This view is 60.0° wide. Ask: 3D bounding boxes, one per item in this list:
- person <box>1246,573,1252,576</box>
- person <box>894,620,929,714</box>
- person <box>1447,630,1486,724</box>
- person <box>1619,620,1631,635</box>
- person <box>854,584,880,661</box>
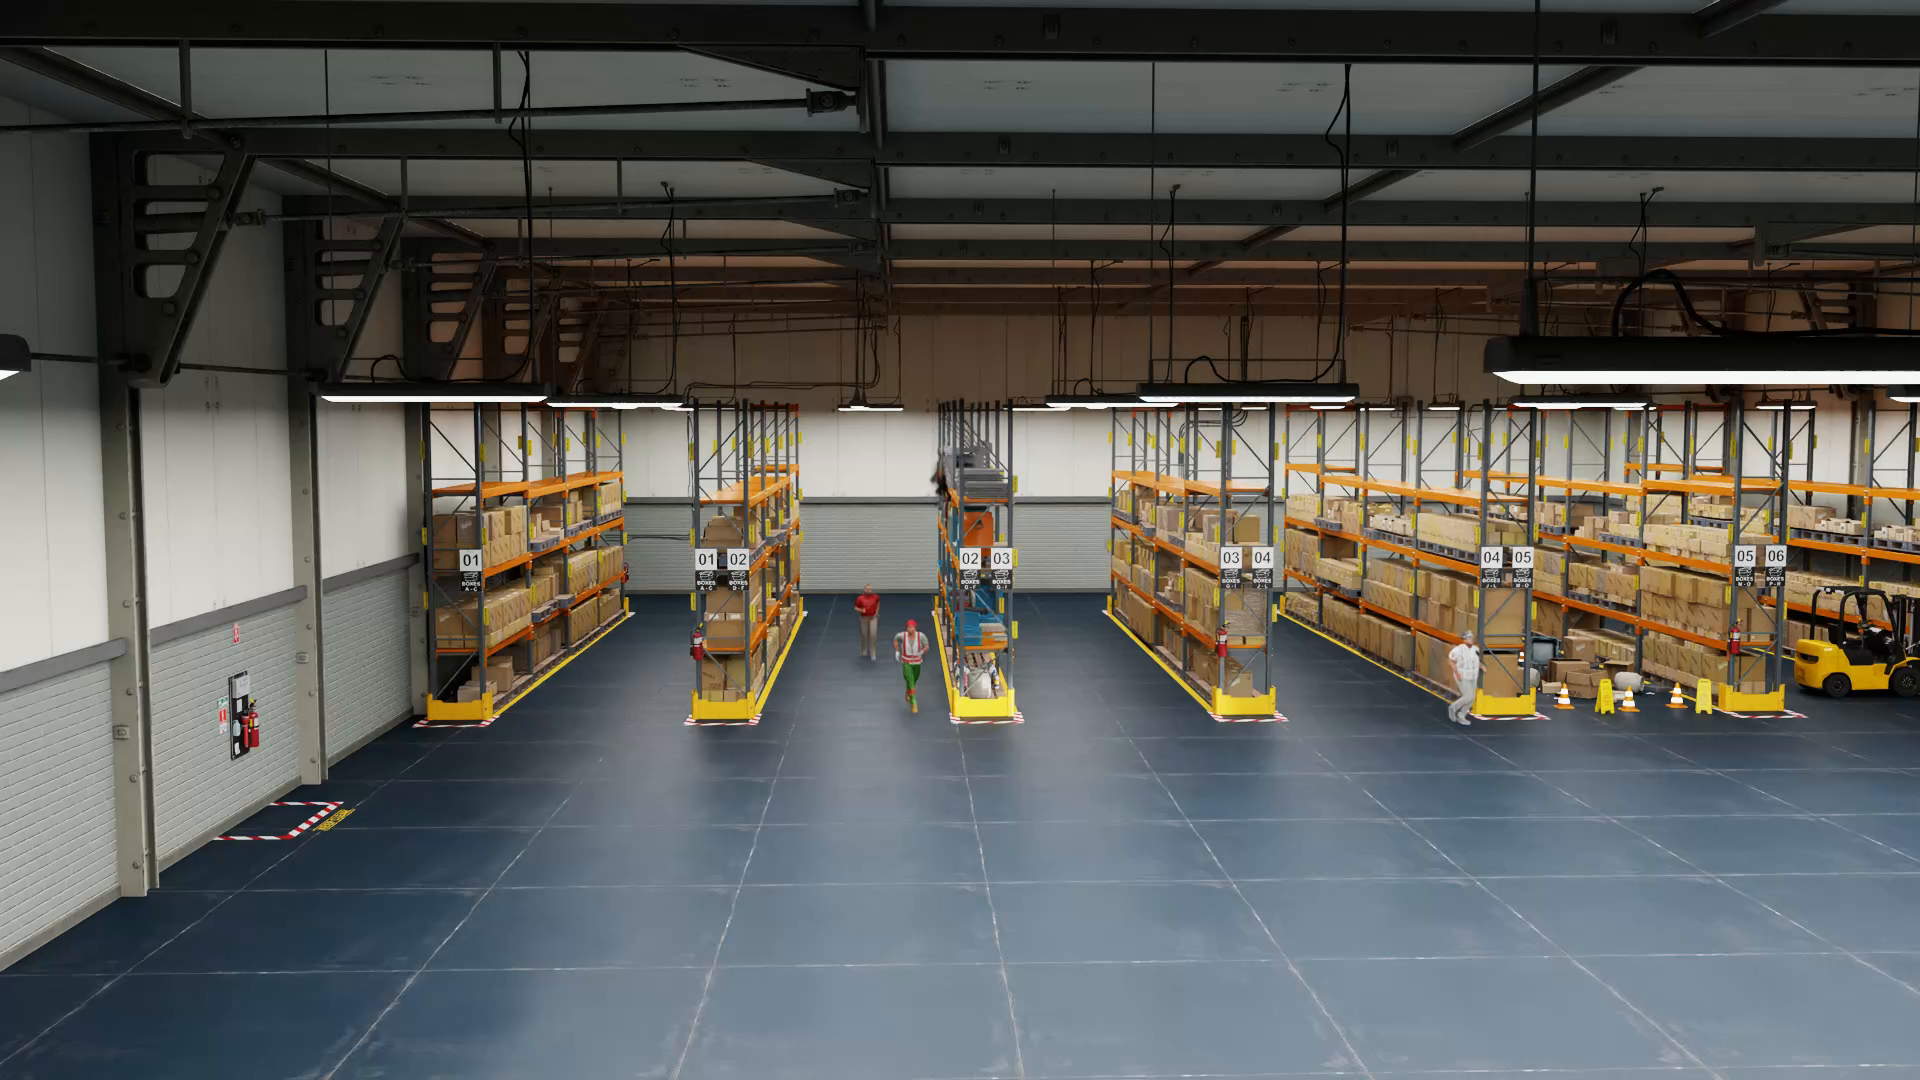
[{"bbox_3d":[8.034,1.389,44.976,0.700,1.769,0.977,0,4,2],"label":"person"},{"bbox_3d":[-0.939,2.396,32.159,0.662,1.769,1.131,-1,4,-11],"label":"person"},{"bbox_3d":[9.367,2.526,30.616,0.647,1.751,0.615,-2,5,-26],"label":"person"},{"bbox_3d":[17.199,1.590,42.999,0.654,1.744,0.532,-1,4,-10],"label":"person"},{"bbox_3d":[-2.165,1.909,38.875,0.608,1.767,0.909,0,4,-5],"label":"person"}]
